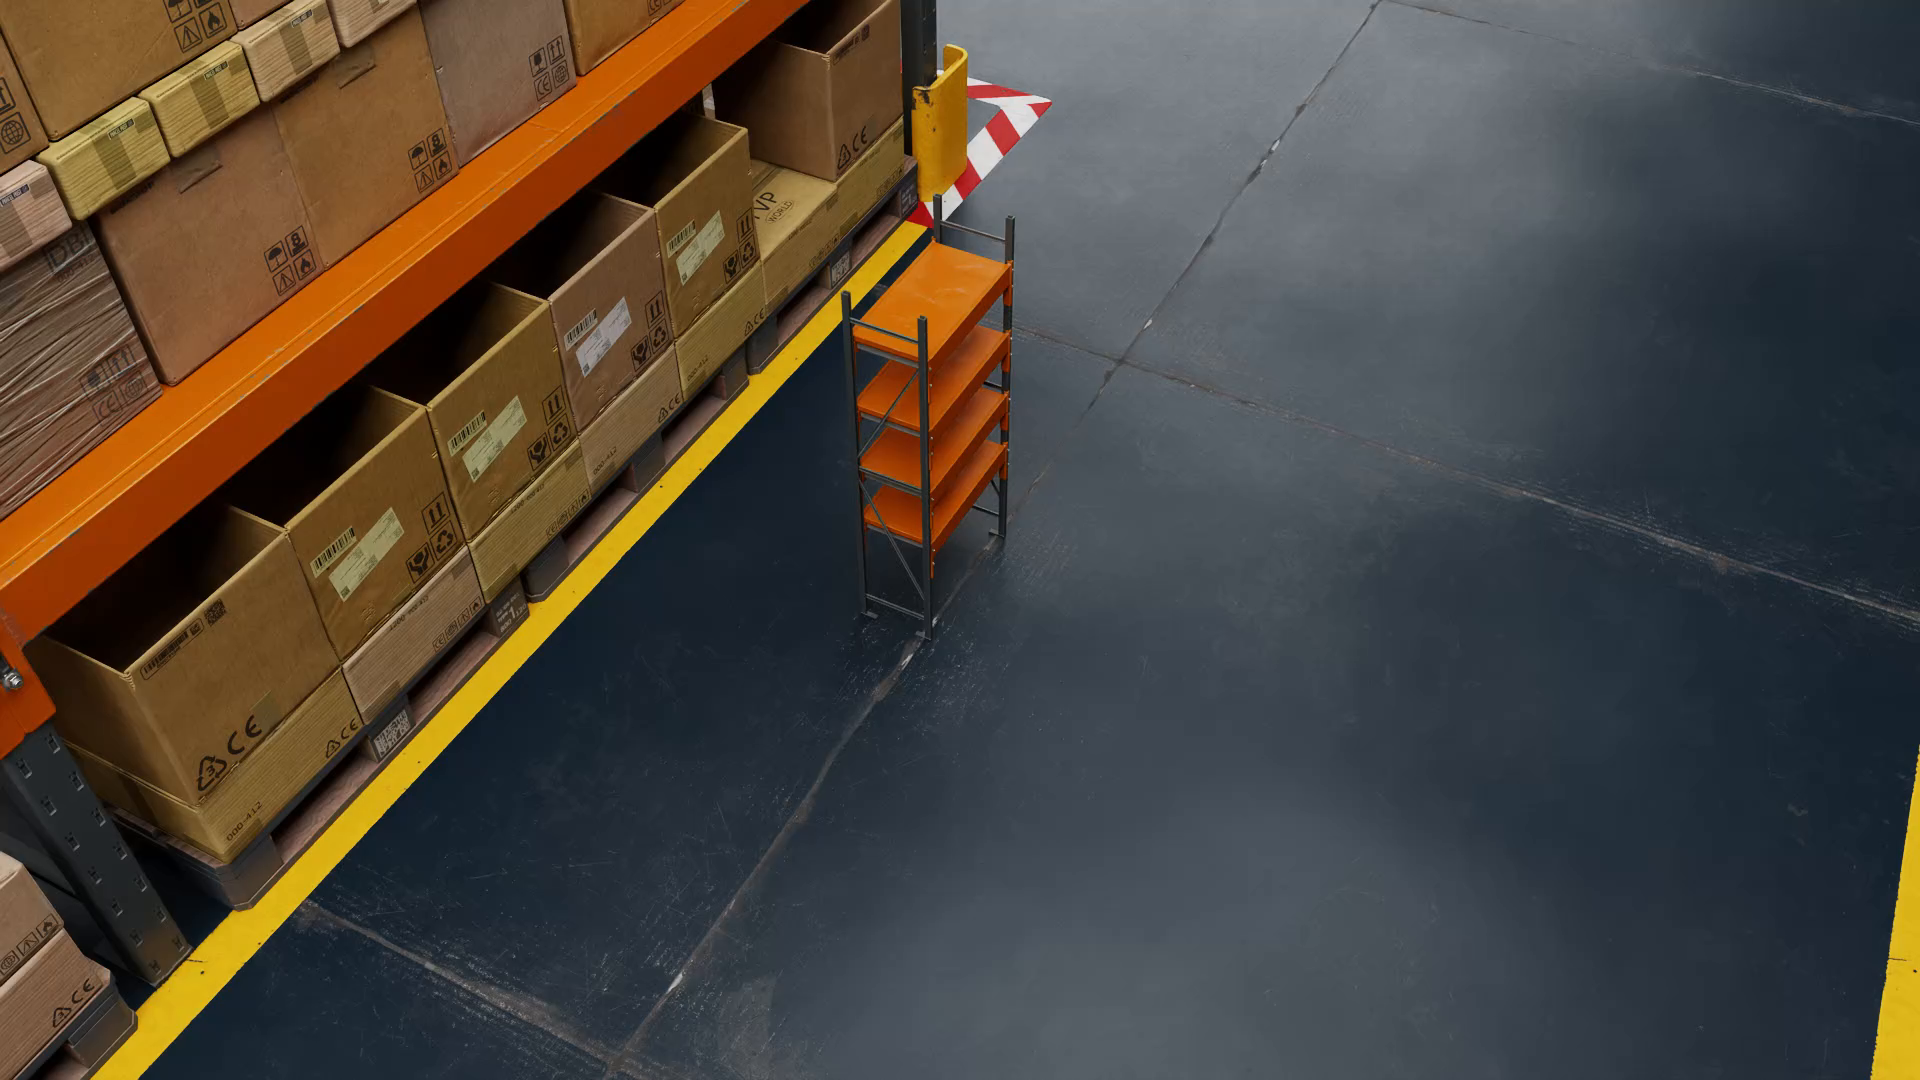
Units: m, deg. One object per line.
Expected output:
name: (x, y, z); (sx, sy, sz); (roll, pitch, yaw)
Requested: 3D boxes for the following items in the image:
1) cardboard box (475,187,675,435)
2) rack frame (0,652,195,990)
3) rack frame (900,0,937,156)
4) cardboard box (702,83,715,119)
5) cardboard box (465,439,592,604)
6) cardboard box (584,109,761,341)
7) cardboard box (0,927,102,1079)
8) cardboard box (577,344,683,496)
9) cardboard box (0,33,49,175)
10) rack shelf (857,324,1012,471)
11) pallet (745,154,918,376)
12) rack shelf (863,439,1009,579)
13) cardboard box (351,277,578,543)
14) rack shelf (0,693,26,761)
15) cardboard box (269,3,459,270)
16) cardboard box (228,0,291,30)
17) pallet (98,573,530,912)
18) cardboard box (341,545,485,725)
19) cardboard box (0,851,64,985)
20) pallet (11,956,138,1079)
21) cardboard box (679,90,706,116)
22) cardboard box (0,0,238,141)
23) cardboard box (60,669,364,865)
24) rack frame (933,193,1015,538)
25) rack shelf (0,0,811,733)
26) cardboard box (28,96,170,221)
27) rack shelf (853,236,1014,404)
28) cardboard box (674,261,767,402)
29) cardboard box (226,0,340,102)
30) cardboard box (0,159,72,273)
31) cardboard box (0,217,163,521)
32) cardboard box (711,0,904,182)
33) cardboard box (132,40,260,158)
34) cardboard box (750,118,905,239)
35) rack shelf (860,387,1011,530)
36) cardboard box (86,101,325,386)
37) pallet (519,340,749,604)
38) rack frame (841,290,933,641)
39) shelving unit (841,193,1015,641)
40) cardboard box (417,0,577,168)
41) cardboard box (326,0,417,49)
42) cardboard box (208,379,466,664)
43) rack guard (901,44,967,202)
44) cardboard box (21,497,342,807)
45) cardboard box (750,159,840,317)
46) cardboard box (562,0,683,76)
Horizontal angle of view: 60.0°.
cardboard box: (-1.227, -0.718, 4.961); (0.500, 0.500, 0.500); (20, 49, 19)
rack frame: (-2.414, -0.138, 3.278); (1.000, 3.000, 0.127); (20, 49, 19)
rack frame: (-0.557, -2.658, 5.768); (1.000, 3.000, 0.127); (20, 49, 19)
cardboard box: (-1.003, -1.575, 6.336); (0.500, 0.250, 0.500); (20, 49, 19)
cardboard box: (-1.457, -0.138, 4.915); (0.500, 0.250, 0.500); (20, 49, 19)
cardboard box: (-0.994, -1.032, 5.272); (0.500, 0.500, 0.500); (20, 49, 19)
cardboard box: (-2.350, 1.037, 3.754); (0.500, 0.250, 0.500); (20, 49, 19)
cardboard box: (-1.230, -0.455, 5.229); (0.500, 0.250, 0.500); (20, 49, 19)
cardboard box: (-2.214, -0.911, 3.059); (0.700, 0.500, 0.500); (21, 49, 19)
rack shelf: (-0.077, -0.427, 4.609); (0.258, 0.148, 0.480); (20, 49, 19)
pallet: (-0.875, -1.183, 6.270); (1.003, 0.211, 1.213); (20, 49, 19)
rack shelf: (-0.077, -0.131, 4.909); (0.258, 0.148, 0.480); (20, 49, 19)
cardboard box: (-1.457, -0.402, 4.649); (0.500, 0.500, 0.500); (20, 49, 19)
rack shelf: (-3.343, 1.374, 2.288); (1.077, 0.370, 4.000); (20, 49, 19)
cardboard box: (-1.738, -1.104, 4.162); (0.700, 0.500, 0.500); (21, 49, 20)
cardboard box: (-1.747, -1.545, 3.686); (0.700, 0.500, 0.500); (20, 49, 19)
pallet: (-2.008, 0.355, 4.751); (1.003, 0.211, 1.213); (20, 49, 19)
cardboard box: (-1.694, 0.175, 4.606); (0.500, 0.250, 0.500); (20, 49, 19)
cardboard box: (-2.348, 0.833, 3.561); (0.500, 0.311, 0.500); (20, 49, 19)
pallet: (-2.722, 1.319, 3.798); (1.003, 0.211, 1.213); (20, 49, 19)
cardboard box: (-1.234, -1.523, 5.757); (0.500, 0.500, 0.500); (20, 49, 19)
cardboard box: (-1.980, -1.230, 3.374); (0.700, 0.500, 0.500); (20, 49, 19)
cardboard box: (-1.930, 0.488, 4.296); (0.500, 0.250, 0.500); (20, 49, 19)
rack frame: (0.036, -0.471, 4.872); (0.240, 1.200, 0.015); (20, 49, 19)
rack shelf: (-1.486, -1.145, 4.779); (1.077, 0.370, 4.000); (20, 49, 19)
cardboard box: (-1.883, -0.828, 3.433); (0.380, 0.149, 0.250); (19, 48, 18)
rack shelf: (-0.077, -0.594, 4.441); (0.258, 0.148, 0.480); (20, 49, 19)
cardboard box: (-0.997, -0.769, 5.539); (0.500, 0.250, 0.500); (20, 49, 19)
cardboard box: (-1.645, -1.151, 3.752); (0.380, 0.149, 0.250); (19, 48, 18)
cardboard box: (-2.002, -0.665, 3.272); (0.380, 0.149, 0.250); (21, 49, 20)
cardboard box: (-2.214, -0.455, 3.521); (0.700, 0.500, 0.500); (19, 48, 18)
cardboard box: (-0.543, -1.667, 5.899); (0.500, 0.500, 0.500); (20, 49, 19)
cardboard box: (-1.763, -0.994, 3.597); (0.380, 0.149, 0.250); (20, 49, 19)
cardboard box: (-0.545, -1.404, 6.167); (0.500, 0.250, 0.500); (20, 49, 19)
rack shelf: (-0.077, -0.270, 4.768); (0.258, 0.148, 0.480); (20, 49, 19)
cardboard box: (-1.975, -0.790, 3.851); (0.700, 0.500, 0.500); (20, 49, 19)
pallet: (-1.443, -0.417, 5.513); (1.003, 0.211, 1.213); (20, 49, 19)
rack frame: (-0.190, -0.164, 4.568); (0.240, 1.200, 0.015); (20, 49, 19)
shelving unit: (-0.077, -0.317, 4.720); (0.258, 1.200, 0.503); (20, 49, 19)
cardboard box: (-1.502, -1.427, 4.481); (0.700, 0.500, 0.500); (22, 49, 20)
cardboard box: (-1.523, -1.320, 3.919); (0.380, 0.149, 0.250); (19, 48, 18)
cardboard box: (-1.696, -0.089, 4.340); (0.500, 0.500, 0.500); (20, 49, 19)
rack guard: (-0.546, -1.795, 6.672); (1.175, 0.500, 0.348); (20, 49, 19)
cardboard box: (-1.922, 0.228, 4.026); (0.500, 0.500, 0.500); (20, 49, 19)
cardboard box: (-0.766, -1.085, 5.851); (0.500, 0.250, 0.500); (20, 49, 19)
cardboard box: (-1.261, -1.760, 4.810); (0.700, 0.500, 0.500); (21, 49, 19)
